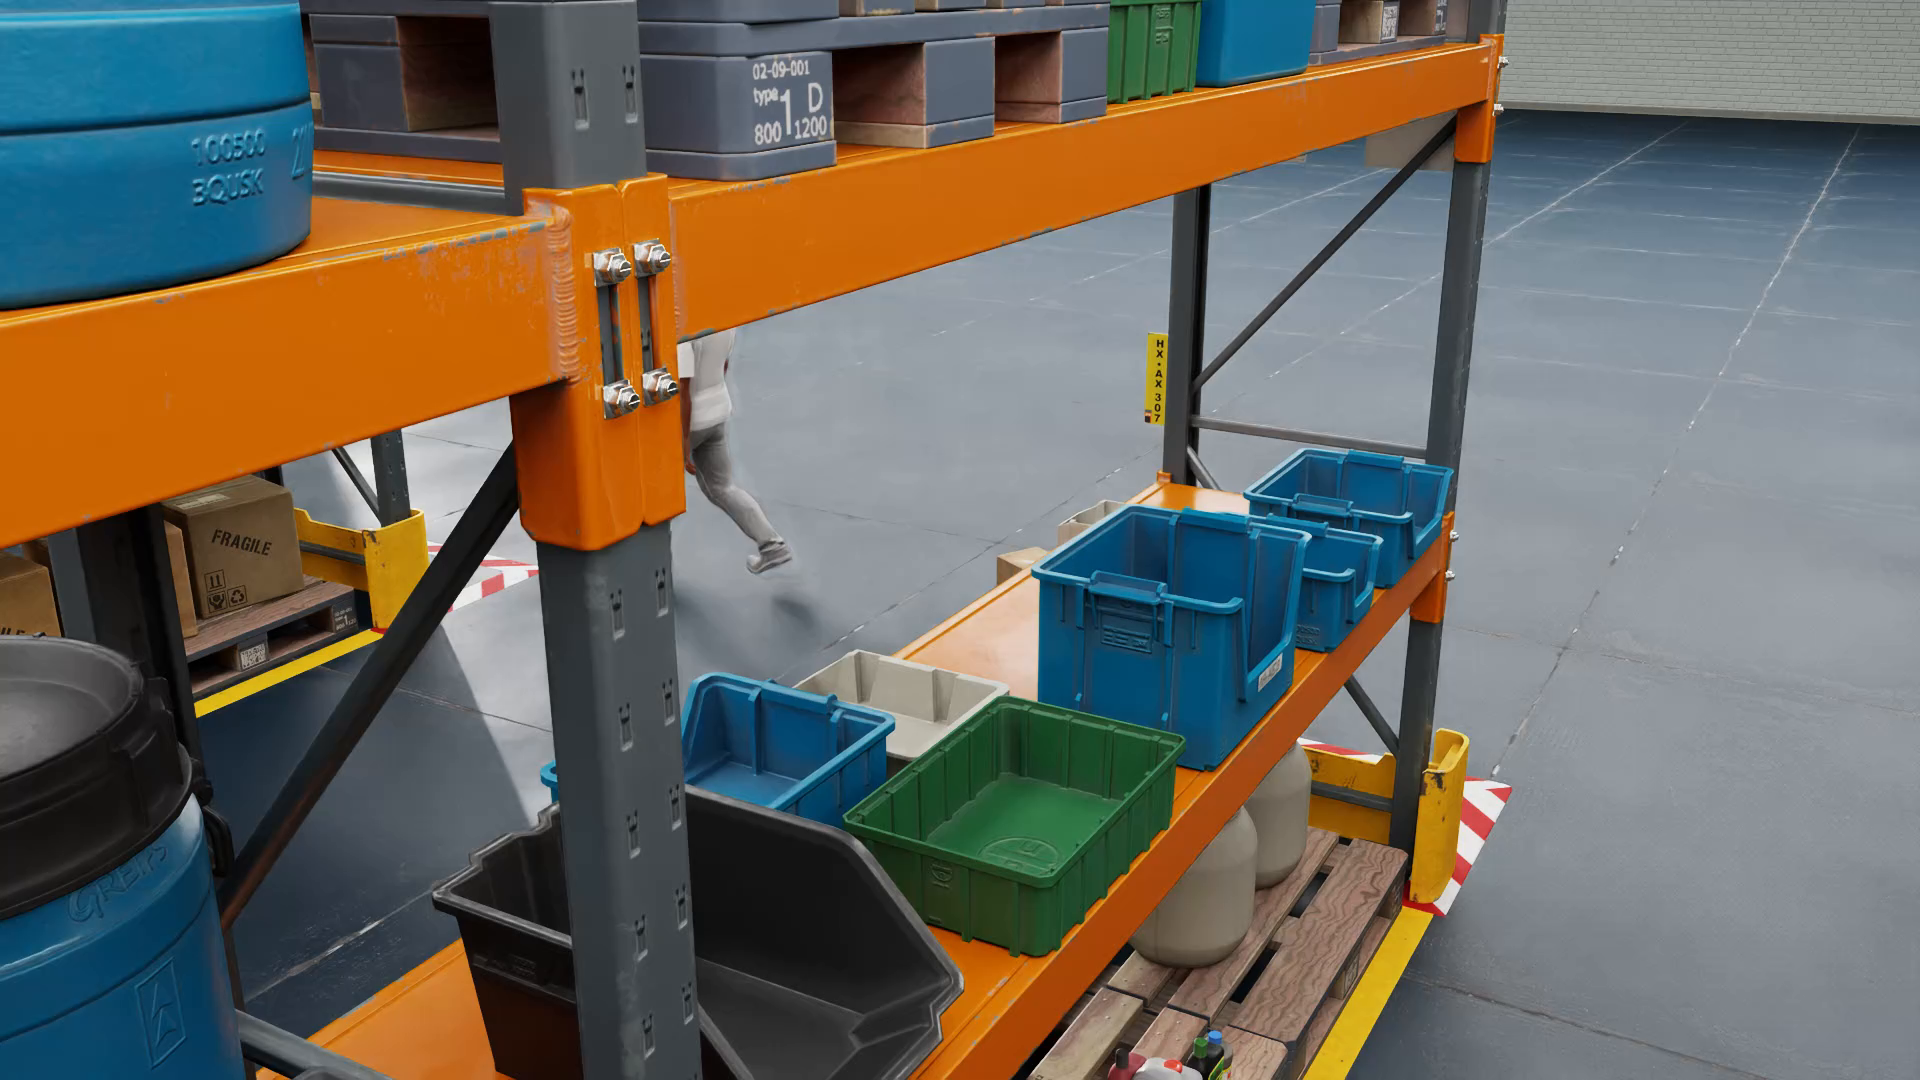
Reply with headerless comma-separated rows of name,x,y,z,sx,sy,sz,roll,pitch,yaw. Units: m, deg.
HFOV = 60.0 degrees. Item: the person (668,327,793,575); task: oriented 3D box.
person,-1.323,-0.612,8.288,1.005,1.721,0.569,11,22,30
